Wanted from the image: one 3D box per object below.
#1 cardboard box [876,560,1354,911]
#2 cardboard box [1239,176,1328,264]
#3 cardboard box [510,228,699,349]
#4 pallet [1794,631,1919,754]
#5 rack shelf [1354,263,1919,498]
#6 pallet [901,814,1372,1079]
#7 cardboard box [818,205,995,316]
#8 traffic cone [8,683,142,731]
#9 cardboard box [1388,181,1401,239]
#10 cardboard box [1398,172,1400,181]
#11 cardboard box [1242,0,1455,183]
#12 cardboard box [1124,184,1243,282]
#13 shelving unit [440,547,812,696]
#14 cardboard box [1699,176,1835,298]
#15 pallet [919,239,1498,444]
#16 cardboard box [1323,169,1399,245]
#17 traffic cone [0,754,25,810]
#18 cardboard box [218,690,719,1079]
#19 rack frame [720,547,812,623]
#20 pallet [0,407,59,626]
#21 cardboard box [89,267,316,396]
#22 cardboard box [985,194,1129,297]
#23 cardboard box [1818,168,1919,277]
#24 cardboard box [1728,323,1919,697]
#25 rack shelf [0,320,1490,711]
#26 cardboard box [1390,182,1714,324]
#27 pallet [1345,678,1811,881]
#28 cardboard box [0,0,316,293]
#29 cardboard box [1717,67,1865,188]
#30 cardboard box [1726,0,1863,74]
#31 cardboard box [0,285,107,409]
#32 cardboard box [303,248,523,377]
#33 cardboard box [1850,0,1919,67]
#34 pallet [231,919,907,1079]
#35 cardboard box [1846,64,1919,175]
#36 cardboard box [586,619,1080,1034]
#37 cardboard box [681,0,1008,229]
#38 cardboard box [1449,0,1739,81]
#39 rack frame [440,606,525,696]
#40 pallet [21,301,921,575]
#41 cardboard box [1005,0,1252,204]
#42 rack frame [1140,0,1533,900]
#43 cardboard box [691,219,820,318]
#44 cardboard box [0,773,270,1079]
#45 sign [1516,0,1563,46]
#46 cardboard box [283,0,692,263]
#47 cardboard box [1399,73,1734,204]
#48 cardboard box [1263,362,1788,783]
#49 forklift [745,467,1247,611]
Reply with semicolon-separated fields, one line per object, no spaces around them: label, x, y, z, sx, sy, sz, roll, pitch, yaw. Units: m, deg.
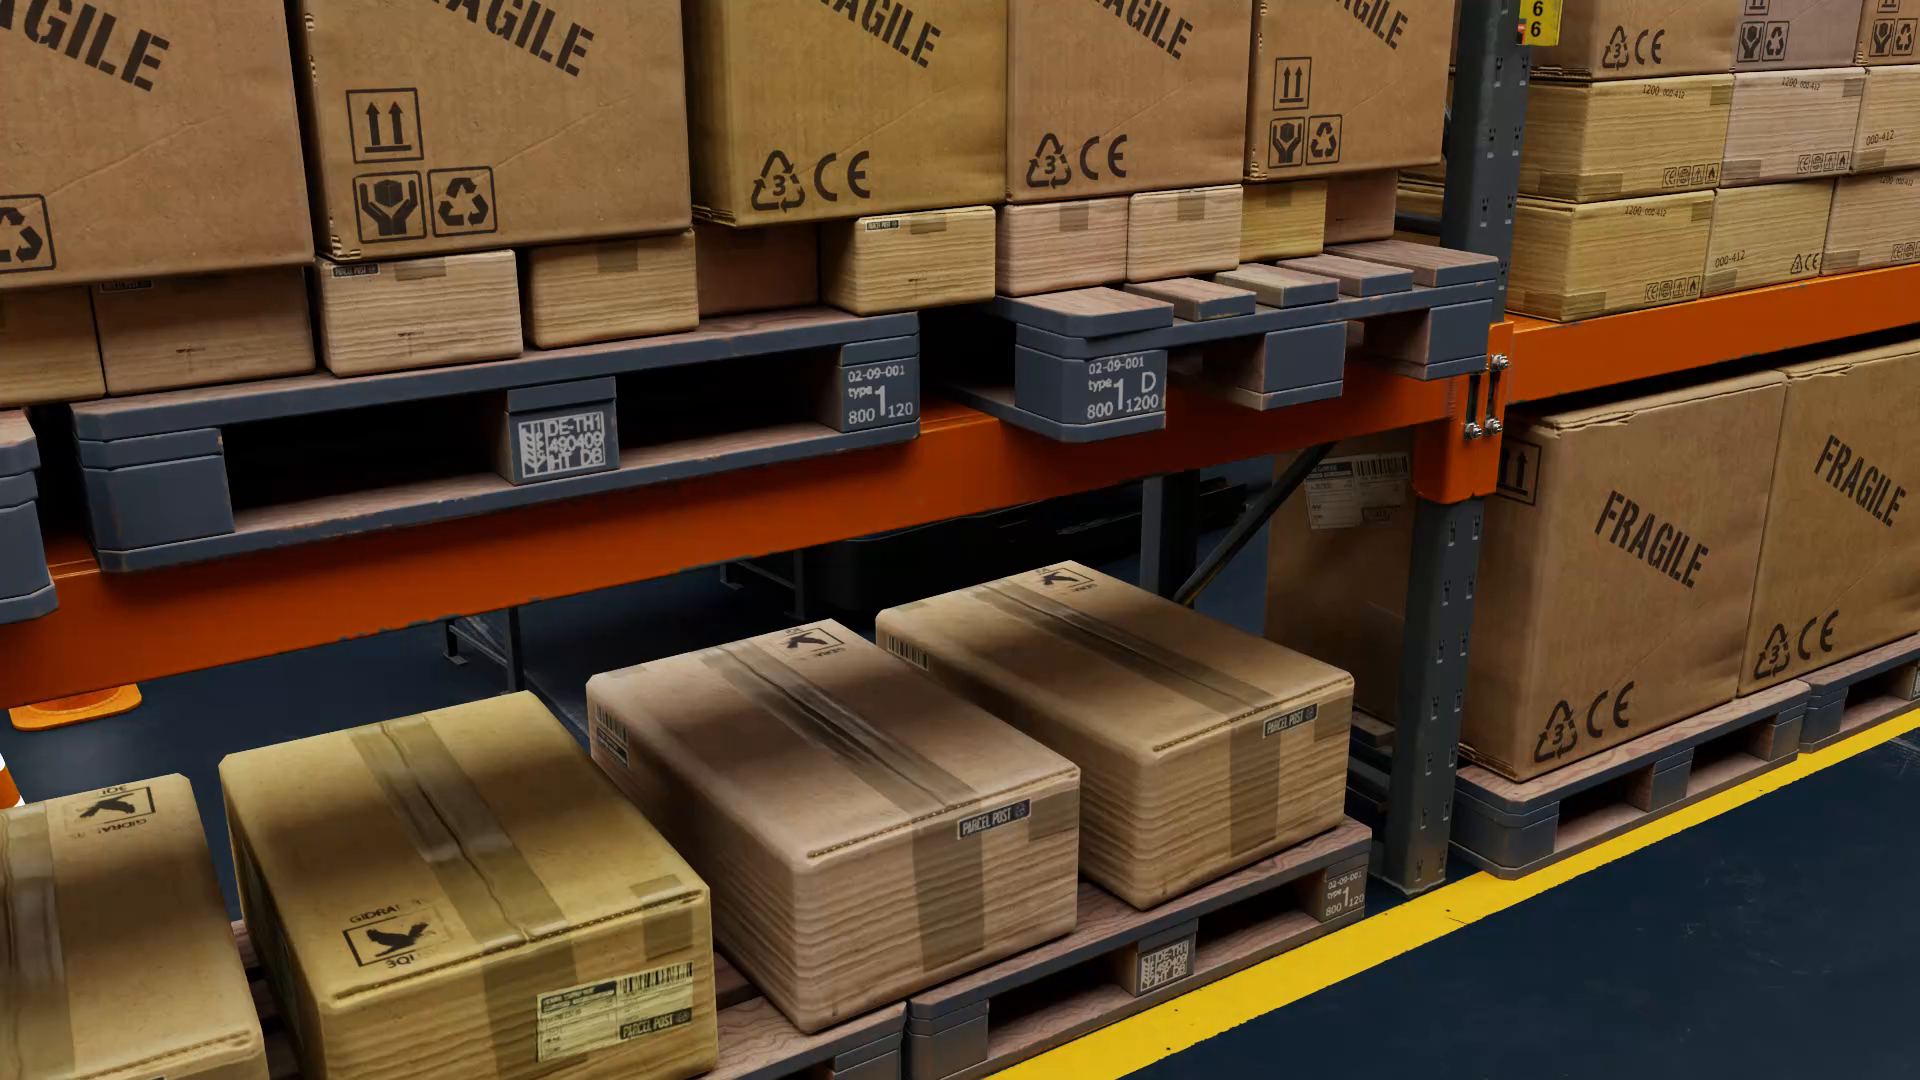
cardboard box;0.326;0.402;3.820;0.625;0.372;0.950;-14;23;-35
cardboard box;0.475;-0.634;3.172;0.250;0.149;0.380;-12;22;-31
cardboard box;-0.591;-0.406;2.499;0.250;0.149;0.380;-13;22;-33
pallet;2.521;0.248;5.183;1.213;0.211;1.003;-12;22;-31
rack shelf;2.474;-0.753;4.910;4.000;0.370;1.077;-12;22;-31
pallet;0.150;0.717;3.794;1.213;0.211;1.003;-12;22;-31
cardboard box;-0.148;-0.483;2.726;0.250;0.149;0.380;-11;22;-30
traffic cone;-2.579;0.254;4.771;0.334;0.463;0.336;-12;22;-31
cardboard box;1.083;-0.829;4.246;0.500;0.250;0.500;-13;23;-33
cardboard box;1.068;-1.060;4.150;0.500;0.250;0.500;-12;22;-32
cardboard box;0.577;-0.974;3.165;0.500;0.500;0.500;-13;22;-33
cardboard box;0.289;-0.577;3.006;0.250;0.149;0.380;-12;22;-32
shelving unit;-1.048;-0.398;5.080;1.048;1.500;0.538;-15;24;-38
cardboard box;1.770;-0.784;4.115;0.500;0.250;0.500;-13;22;-33
pallet;0.267;-0.496;3.328;1.003;0.211;1.213;-12;22;-31
cardboard box;0.659;-0.700;3.369;0.250;0.149;0.380;-11;22;-29
traffic cone;-2.272;0.572;3.829;0.334;0.463;0.336;-12;22;-31
cardboard box;-0.922;0.666;3.039;0.625;0.372;0.950;-11;22;-30
rack frame;-0.663;-0.504;5.393;0.032;1.500;0.500;-15;24;-38
pallet;-1.819;-0.041;1.983;1.213;0.211;1.003;-12;22;-31
cardboard box;-1.049;-0.318;2.240;0.250;0.149;0.380;-12;22;-31
cardboard box;0.075;-0.535;2.881;0.250;0.149;0.380;-13;23;-34
cardboard box;2.211;-0.875;4.383;0.500;0.250;0.500;-11;22;-30
cardboard box;2.173;-0.189;4.782;0.875;0.875;0.875;-12;22;-31
rack shelf;-0.867;-0.048;2.826;4.000;0.370;1.077;-12;22;-31
cardboard box;1.351;-0.689;3.833;0.500;0.250;0.500;-12;22;-32
pallet;1.503;0.461;4.551;1.213;0.211;1.003;-12;22;-31
cardboard box;-1.150;-0.601;2.064;0.500;0.500;0.500;-12;22;-32
cardboard box;1.795;-1.021;4.034;0.500;0.250;0.500;-11;22;-30
cardboard box;1.759;-1.373;3.907;0.500;0.500;0.500;-12;22;-31
cardboard box;-1.256;-0.275;2.112;0.250;0.149;0.380;-12;22;-31
cardboard box;-0.798;-0.351;2.337;0.250;0.149;0.380;-11;22;-29
cardboard box;2.199;-1.460;4.164;0.500;0.500;0.500;-11;22;-30
pallet;-0.868;0.931;3.162;1.213;0.211;1.003;-12;22;-31
cardboard box;2.218;-1.105;4.284;0.500;0.250;0.500;-12;22;-32
cardboard box;-0.286;0.534;3.429;0.625;0.372;0.950;-12;22;-32
cardboard box;-0.270;-0.791;2.623;0.500;0.500;0.500;-14;23;-35
cardboard box;1.350;-1.284;3.640;0.500;0.500;0.500;-13;22;-33
rack frame;-1.434;-0.292;4.766;0.032;1.500;0.500;-15;24;-38
pallet;-0.827;-0.291;2.720;1.213;0.211;1.003;-12;22;-31
cardboard box;0.151;-0.880;2.887;0.500;0.500;0.500;-12;22;-32
rack frame;0.803;-0.741;3.753;0.127;3.000;1.000;-12;22;-31
cardboard box;-0.427;-0.472;2.695;0.250;0.149;0.380;-12;22;-31
cardboard box;-1.502;0.789;2.675;0.625;0.372;0.950;-10;21;-28
sign;1.110;-1.109;3.156;0.005;0.325;0.100;-12;22;-31
cardboard box;-0.726;-0.695;2.340;0.500;0.500;0.500;-13;23;-34
cardboard box;1.362;-0.930;3.766;0.500;0.250;0.500;-12;22;-32
cardboard box;1.426;-0.033;4.320;0.875;0.875;0.875;-12;22;-32
forklift;0.477;-1.520;6.165;3.031;2.935;1.130;-15;24;-38
